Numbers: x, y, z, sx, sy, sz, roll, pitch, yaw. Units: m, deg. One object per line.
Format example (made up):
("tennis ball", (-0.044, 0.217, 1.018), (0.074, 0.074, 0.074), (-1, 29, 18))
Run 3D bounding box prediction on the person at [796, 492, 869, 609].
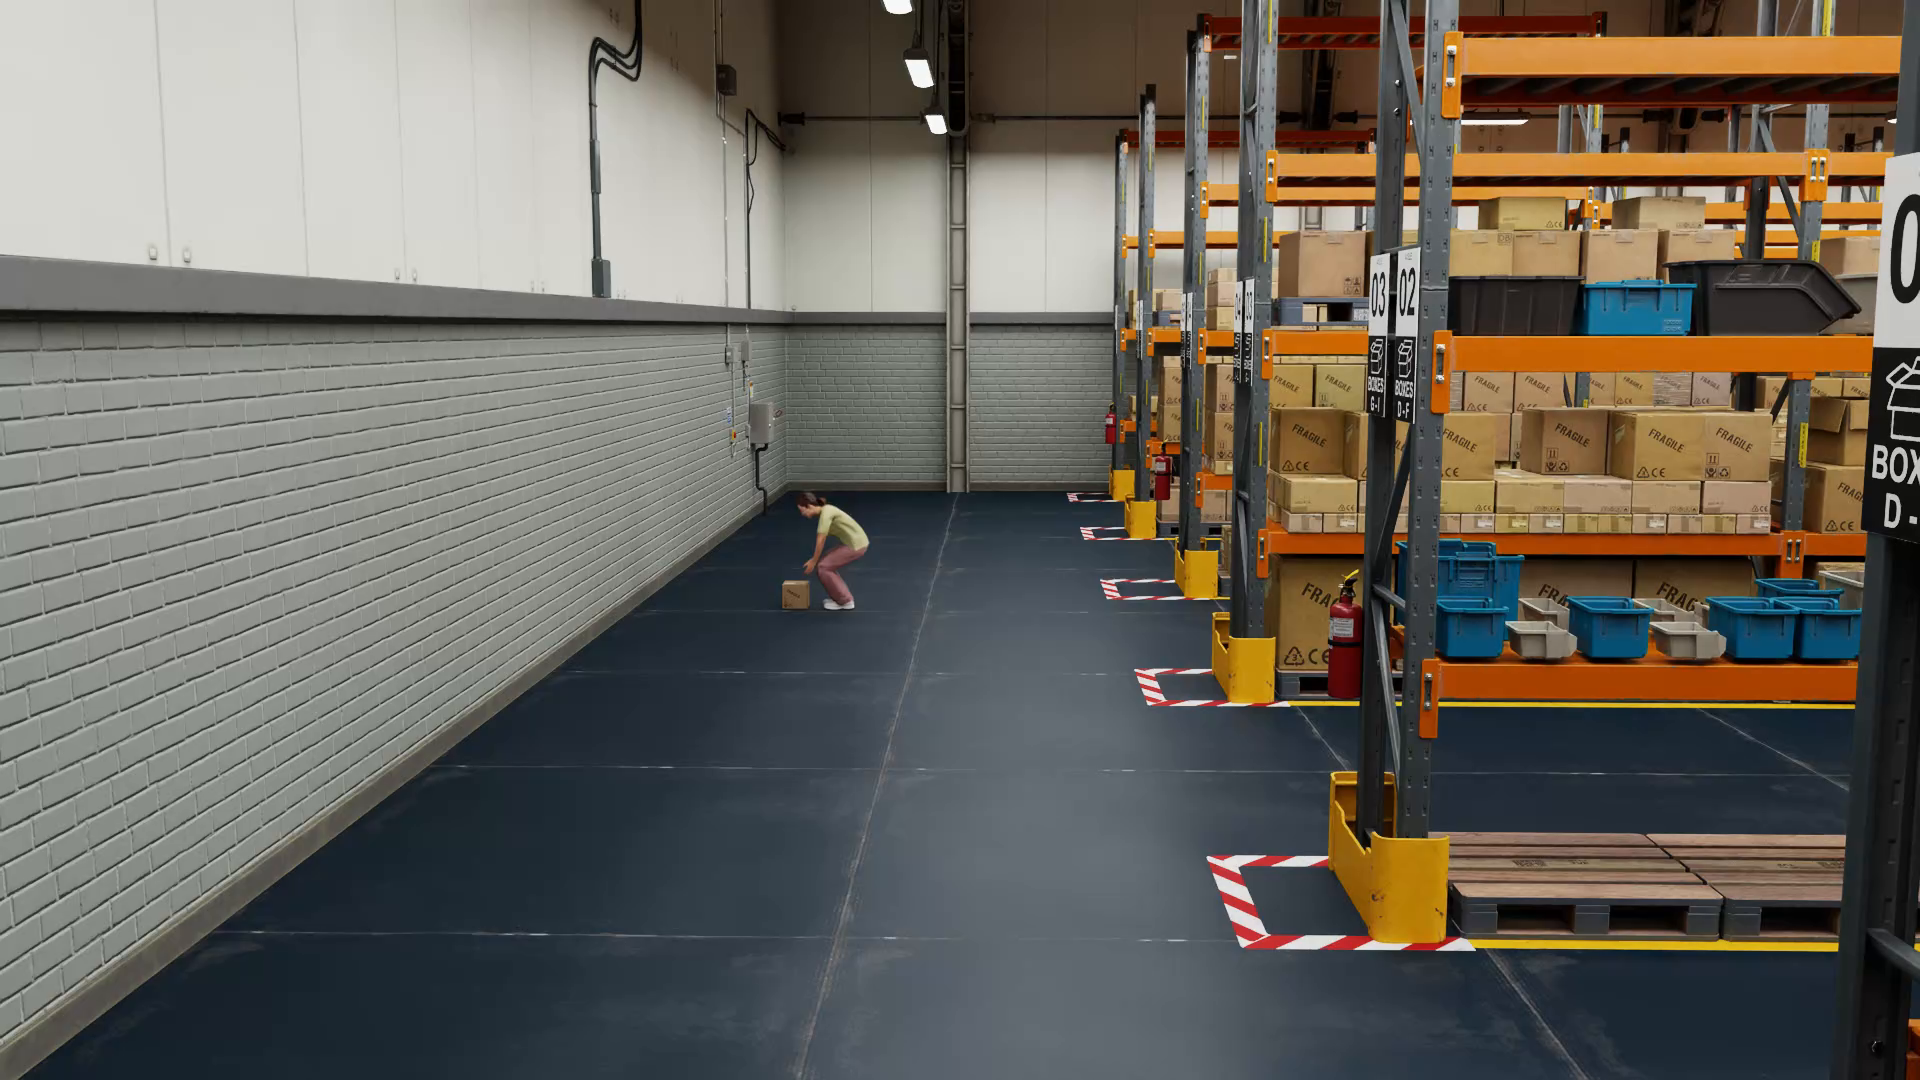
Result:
("person", (-1.294, 0.105, 16.898), (0.730, 1.187, 0.506), (0, 7, 1))
